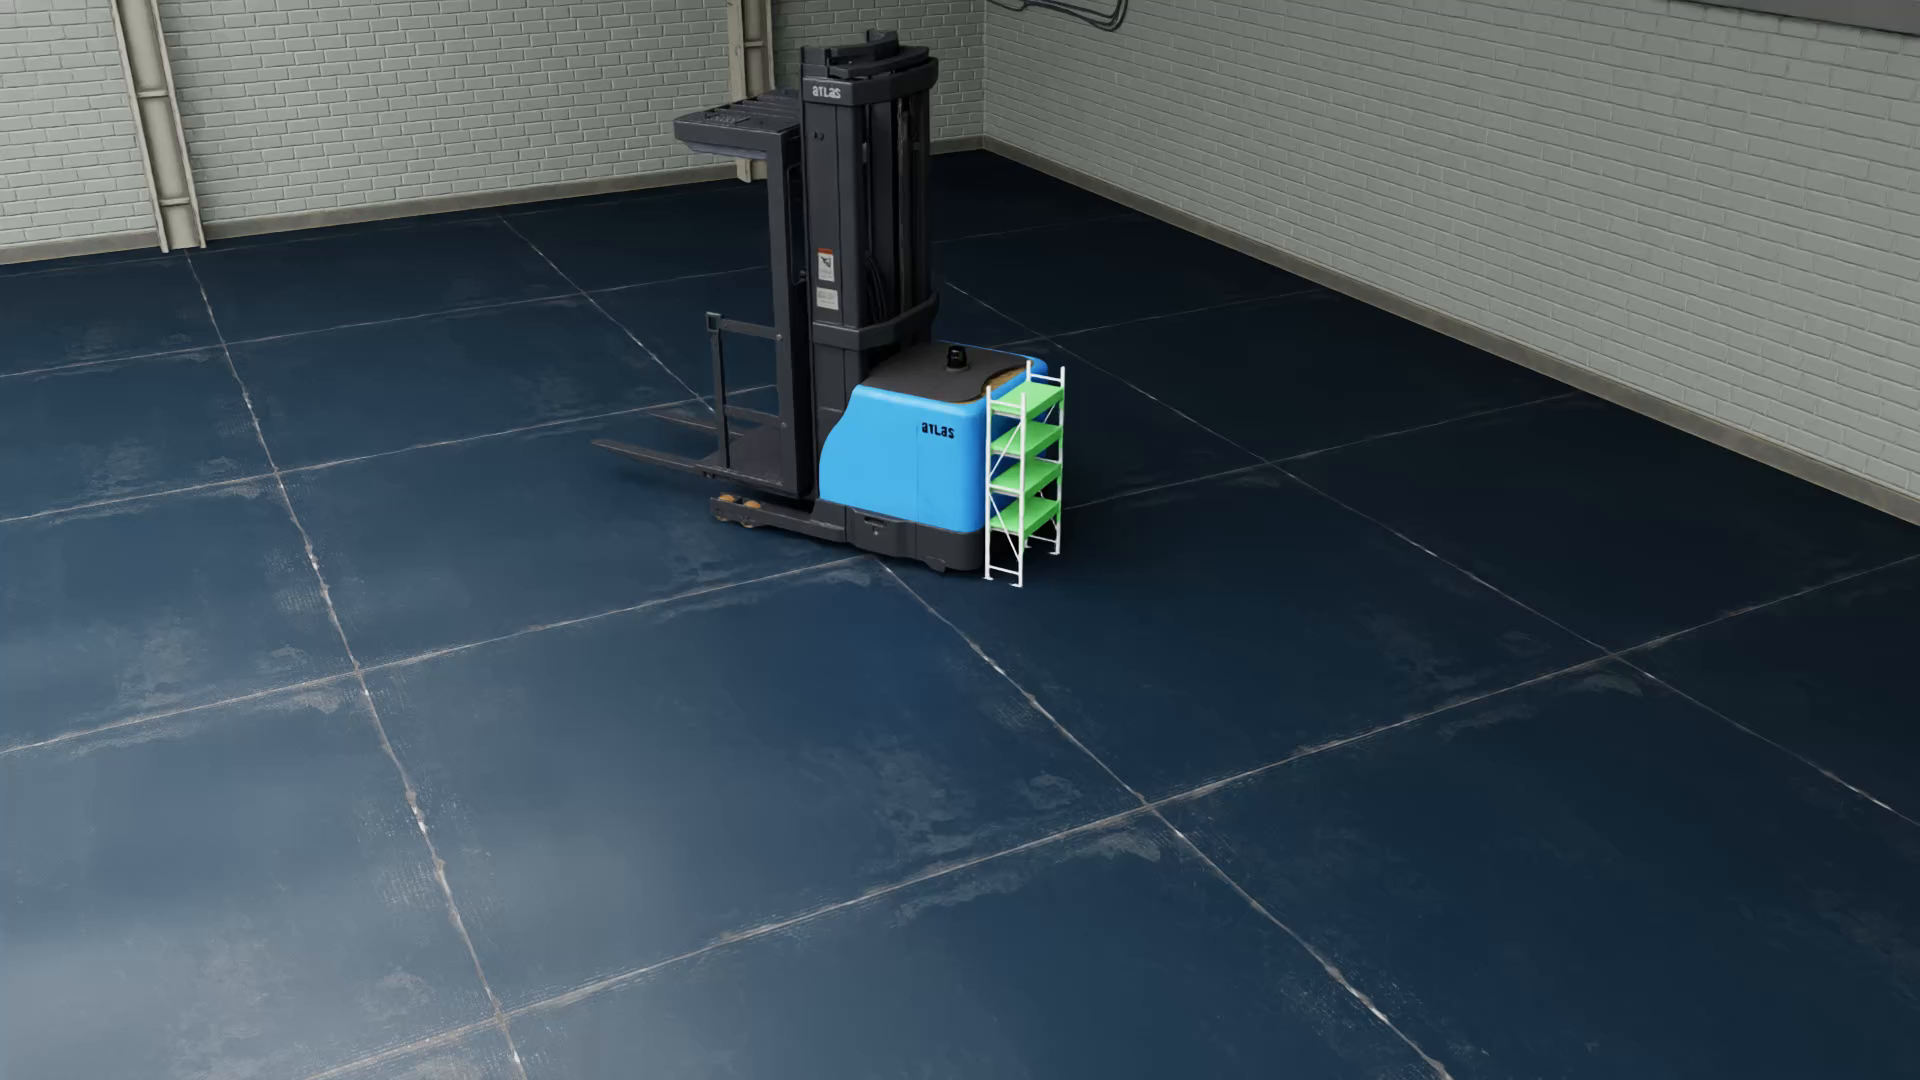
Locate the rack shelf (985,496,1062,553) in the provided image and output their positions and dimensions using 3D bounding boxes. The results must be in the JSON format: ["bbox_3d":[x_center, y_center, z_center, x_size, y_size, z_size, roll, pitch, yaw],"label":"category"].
[{"bbox_3d":[0.376,-0.109,9.792,0.258,0.148,0.480,14,29,26],"label":"rack shelf"}]

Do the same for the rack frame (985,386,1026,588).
[{"bbox_3d":[0.257,-0.291,9.469,0.240,1.200,0.015,14,29,26],"label":"rack frame"}]

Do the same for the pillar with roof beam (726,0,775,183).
[{"bbox_3d":[-0.253,-6.498,13.387,0.400,9.000,9.100,-13,29,-25],"label":"pillar with roof beam"}]

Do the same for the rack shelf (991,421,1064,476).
[{"bbox_3d":[0.377,-0.541,9.584,0.258,0.148,0.480,14,29,26],"label":"rack shelf"}]

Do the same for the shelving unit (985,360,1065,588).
[{"bbox_3d":[0.377,-0.383,9.661,0.258,1.200,0.503,14,29,26],"label":"shelving unit"}]

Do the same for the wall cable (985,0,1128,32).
[{"bbox_3d":[0.943,-6.837,17.681,0.112,2.526,3.097,-13,29,-25],"label":"wall cable"}]

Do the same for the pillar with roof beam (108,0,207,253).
[{"bbox_3d":[-5.547,-5.276,10.842,0.400,9.000,9.100,-13,29,-25],"label":"pillar with roof beam"}]

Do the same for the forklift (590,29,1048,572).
[{"bbox_3d":[-0.990,-1.579,10.153,3.031,2.935,1.130,14,29,26],"label":"forklift"}]

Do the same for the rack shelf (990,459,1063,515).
[{"bbox_3d":[0.377,-0.325,9.688,0.258,0.148,0.480,14,29,26],"label":"rack shelf"}]

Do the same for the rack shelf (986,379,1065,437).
[{"bbox_3d":[0.377,-0.758,9.480,0.258,0.148,0.480,14,29,26],"label":"rack shelf"}]

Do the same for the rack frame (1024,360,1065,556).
[{"bbox_3d":[0.496,-0.475,9.852,0.240,1.200,0.015,14,29,26],"label":"rack frame"}]
